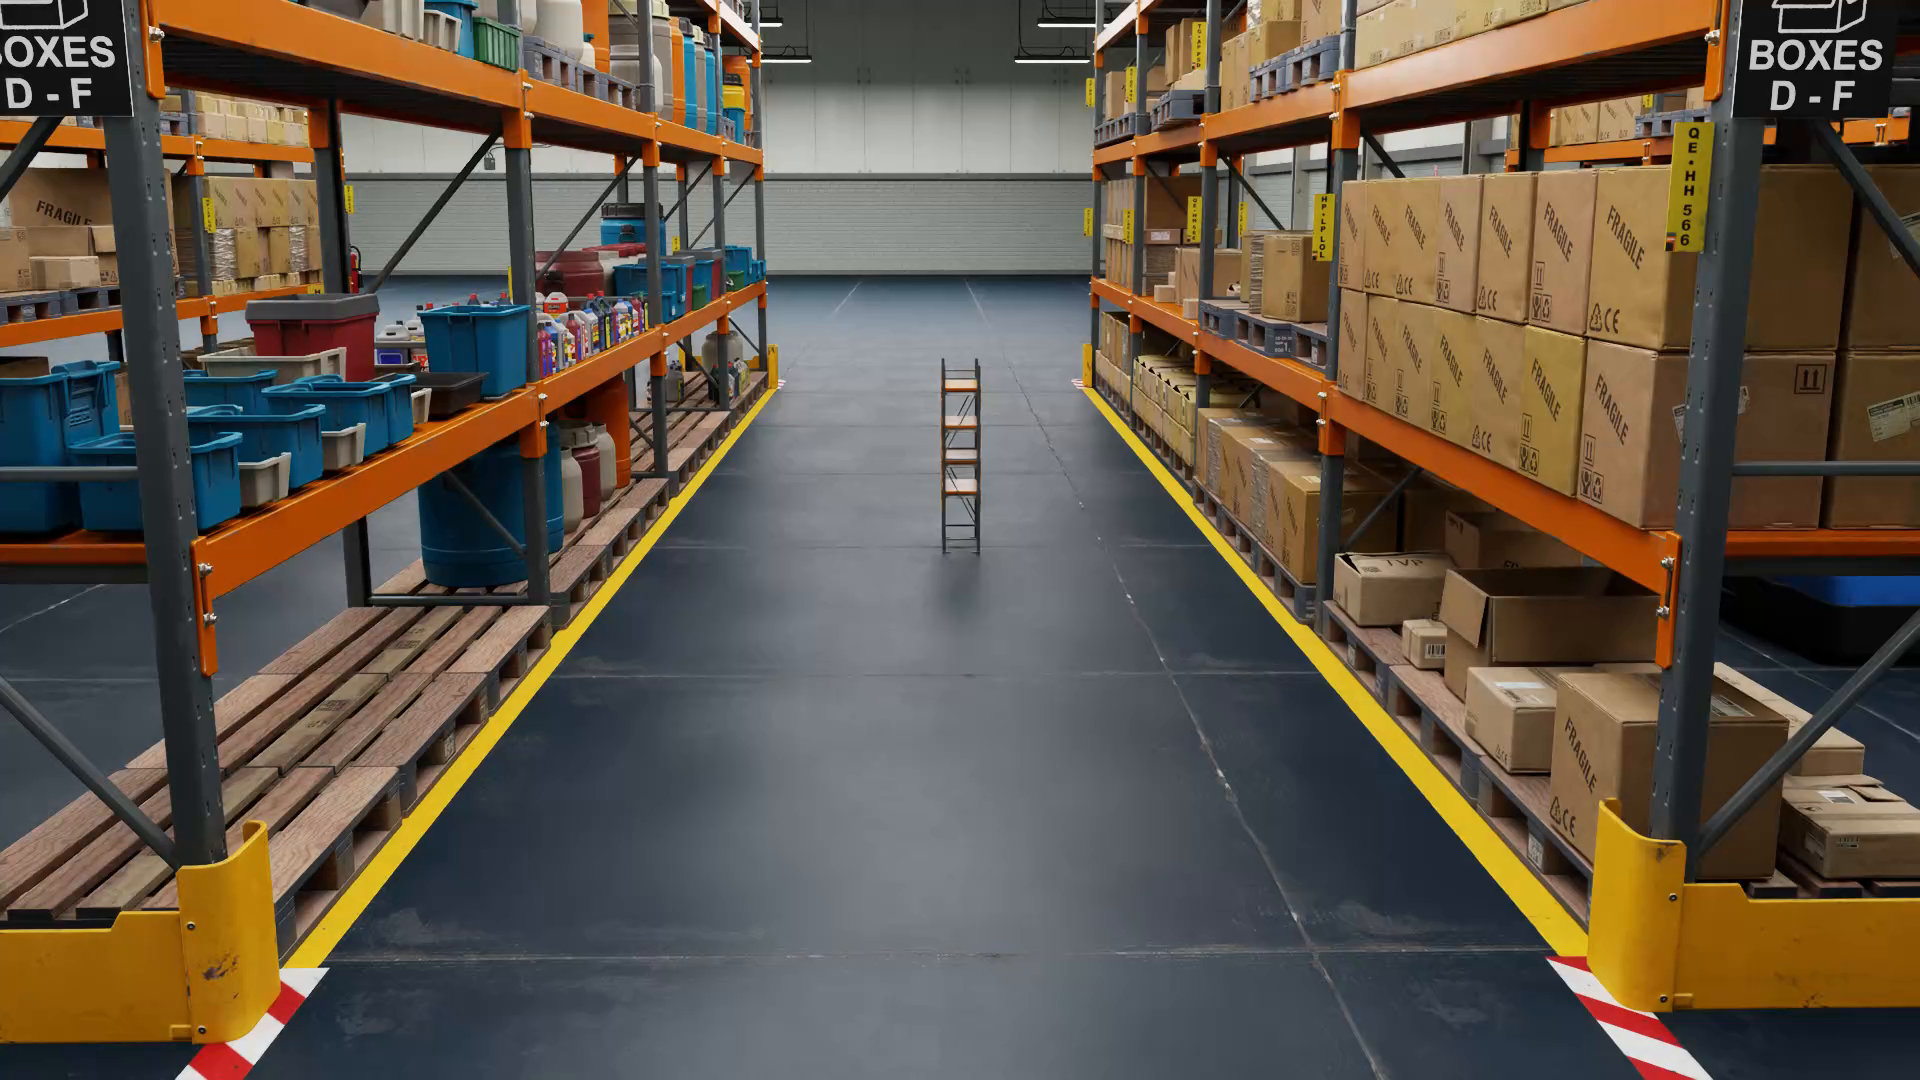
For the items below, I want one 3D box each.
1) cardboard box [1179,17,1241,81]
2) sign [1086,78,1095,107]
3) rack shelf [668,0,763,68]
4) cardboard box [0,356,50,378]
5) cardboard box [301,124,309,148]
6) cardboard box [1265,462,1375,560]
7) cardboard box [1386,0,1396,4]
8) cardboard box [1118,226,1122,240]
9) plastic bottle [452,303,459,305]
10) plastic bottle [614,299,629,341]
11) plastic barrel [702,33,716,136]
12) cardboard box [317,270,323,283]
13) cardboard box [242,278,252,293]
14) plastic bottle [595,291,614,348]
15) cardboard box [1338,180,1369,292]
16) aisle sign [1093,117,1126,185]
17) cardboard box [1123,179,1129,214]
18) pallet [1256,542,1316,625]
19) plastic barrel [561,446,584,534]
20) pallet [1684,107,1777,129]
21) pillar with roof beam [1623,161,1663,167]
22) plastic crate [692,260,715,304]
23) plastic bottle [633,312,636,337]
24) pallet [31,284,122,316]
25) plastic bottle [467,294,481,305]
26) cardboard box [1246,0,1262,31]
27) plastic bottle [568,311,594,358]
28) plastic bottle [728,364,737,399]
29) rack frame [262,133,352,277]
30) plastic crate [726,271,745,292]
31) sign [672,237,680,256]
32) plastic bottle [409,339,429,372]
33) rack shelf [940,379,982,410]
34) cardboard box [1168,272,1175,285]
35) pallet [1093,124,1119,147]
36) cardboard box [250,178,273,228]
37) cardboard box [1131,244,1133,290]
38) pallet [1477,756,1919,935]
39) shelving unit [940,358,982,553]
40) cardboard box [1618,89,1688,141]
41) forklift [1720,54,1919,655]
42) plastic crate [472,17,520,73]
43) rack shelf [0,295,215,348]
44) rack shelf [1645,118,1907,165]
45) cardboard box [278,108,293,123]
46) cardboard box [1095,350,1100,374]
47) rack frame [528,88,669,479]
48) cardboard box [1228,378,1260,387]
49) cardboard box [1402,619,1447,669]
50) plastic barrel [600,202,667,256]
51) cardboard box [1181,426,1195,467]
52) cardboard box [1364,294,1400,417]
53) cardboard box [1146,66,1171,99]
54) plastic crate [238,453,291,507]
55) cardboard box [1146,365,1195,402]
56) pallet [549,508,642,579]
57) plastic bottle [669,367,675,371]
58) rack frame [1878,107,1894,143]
[{"bbox_3d":[2.190,-4.302,14.609,0.500,0.500,0.500,1,12,4],"label":"cardboard box"},{"bbox_3d":[1.545,-5.299,19.692,0.100,0.325,0.005,0,11,-1],"label":"sign"},{"bbox_3d":[-2.811,-5.337,17.549,1.077,0.370,4.000,0,11,-1],"label":"rack shelf"},{"bbox_3d":[-7.704,-1.329,13.361,0.500,0.250,0.500,1,12,5],"label":"cardboard box"},{"bbox_3d":[-7.527,-4.525,18.654,0.500,0.250,0.500,0,11,-1],"label":"cardboard box"},{"bbox_3d":[2.049,-0.163,9.500,0.500,0.500,0.500,0,11,-1],"label":"cardboard box"},{"bbox_3d":[2.121,-2.422,7.029,0.500,0.250,0.500,0,11,-1],"label":"cardboard box"},{"bbox_3d":[1.923,-3.345,18.121,0.380,0.149,0.250,0,11,-1],"label":"cardboard box"},{"bbox_3d":[-2.811,-1.152,9.319,0.144,0.351,0.185,0,11,-1],"label":"plastic bottle"},{"bbox_3d":[-2.256,-1.465,11.060,0.097,0.271,0.097,0,11,0],"label":"plastic bottle"},{"bbox_3d":[-2.543,-4.164,15.233,0.600,0.901,0.708,0,11,-1],"label":"plastic barrel"},{"bbox_3d":[-7.531,-3.045,19.155,0.380,0.149,0.250,0,11,-1],"label":"cardboard box"},{"bbox_3d":[-7.465,-2.598,16.951,0.380,0.149,0.250,0,11,-1],"label":"cardboard box"},{"bbox_3d":[-2.267,-1.391,10.496,0.144,0.351,0.185,0,11,-1],"label":"plastic bottle"},{"bbox_3d":[2.076,-1.422,7.756,0.500,0.500,0.500,0,11,0],"label":"cardboard box"},{"bbox_3d":[1.792,-4.649,19.891,0.394,0.787,0.004,0,11,-1],"label":"aisle sign"},{"bbox_3d":[2.136,-3.640,17.943,0.700,0.500,0.500,0,11,-1],"label":"cardboard box"},{"bbox_3d":[2.293,0.228,9.406,1.003,0.211,1.213,0,11,-1],"label":"pallet"},{"bbox_3d":[-2.536,-0.306,10.224,0.421,0.512,0.421,0,11,0],"label":"plastic barrel"},{"bbox_3d":[7.066,-3.638,14.373,1.213,0.211,1.003,0,11,-1],"label":"pallet"},{"bbox_3d":[3.627,-6.171,18.843,9.100,9.000,0.400,0,11,-1],"label":"pillar with roof beam"},{"bbox_3d":[-2.436,-2.322,15.002,0.392,0.384,0.575,0,11,-1],"label":"plastic crate"},{"bbox_3d":[-2.262,-1.489,11.353,0.097,0.201,0.097,0,11,0],"label":"plastic bottle"},{"bbox_3d":[-7.721,-2.032,14.013,1.003,0.211,1.213,0,11,-1],"label":"pallet"},{"bbox_3d":[-2.974,-1.334,10.215,0.144,0.351,0.185,0,11,-1],"label":"plastic bottle"},{"bbox_3d":[2.268,-3.695,11.417,0.500,0.500,0.500,0,11,-1],"label":"cardboard box"},{"bbox_3d":[-2.257,-1.221,9.844,0.152,0.276,0.135,0,11,-1],"label":"plastic bottle"},{"bbox_3d":[-2.372,-1.628,17.094,0.144,0.351,0.185,0,11,0],"label":"plastic bottle"},{"bbox_3d":[-7.805,-3.323,19.894,1.000,3.000,0.127,0,11,-1],"label":"rack frame"},{"bbox_3d":[-2.516,-2.715,17.432,0.450,0.188,0.662,0,11,-1],"label":"plastic crate"},{"bbox_3d":[-3.403,-3.478,19.960,0.100,0.325,0.005,0,11,-1],"label":"sign"},{"bbox_3d":[-2.812,-0.942,8.656,0.097,0.201,0.097,0,11,0],"label":"plastic bottle"},{"bbox_3d":[0.003,-0.940,10.699,0.258,0.148,0.480,0,11,-1],"label":"rack shelf"},{"bbox_3d":[2.236,-2.397,15.705,0.500,0.250,0.500,0,11,2],"label":"cardboard box"},{"bbox_3d":[2.088,-4.649,19.108,1.003,0.211,1.213,0,11,-1],"label":"pallet"},{"bbox_3d":[-7.499,-3.502,17.262,0.500,0.500,0.500,0,11,-1],"label":"cardboard box"},{"bbox_3d":[2.149,-2.810,17.113,0.700,0.500,0.500,0,11,-2],"label":"cardboard box"},{"bbox_3d":[2.411,1.011,5.547,1.003,0.211,1.213,0,11,-1],"label":"pallet"},{"bbox_3d":[0.003,-0.555,10.778,0.258,1.200,0.503,0,11,-1],"label":"shelving unit"},{"bbox_3d":[6.877,-4.218,16.458,0.500,0.500,0.500,0,11,0],"label":"cardboard box"},{"bbox_3d":[4.633,-1.118,9.198,1.130,2.935,3.031,0,11,-2],"label":"forklift"},{"bbox_3d":[-2.294,-2.241,7.550,0.450,0.188,0.662,0,11,-1],"label":"plastic crate"},{"bbox_3d":[-7.681,-1.778,14.086,1.077,0.370,4.000,0,11,-1],"label":"rack shelf"},{"bbox_3d":[7.176,-3.309,14.089,1.077,0.370,4.000,0,11,-1],"label":"rack shelf"},{"bbox_3d":[-7.467,-4.602,18.030,0.380,0.149,0.250,-1,11,-4],"label":"cardboard box"},{"bbox_3d":[1.888,-2.114,19.793,0.500,0.250,0.500,0,11,-1],"label":"cardboard box"},{"bbox_3d":[-2.687,-1.753,12.156,1.000,3.000,0.127,0,11,-1],"label":"rack frame"},{"bbox_3d":[2.520,-1.217,13.962,0.500,0.311,0.500,-1,11,-3],"label":"cardboard box"},{"bbox_3d":[2.168,0.452,7.308,0.380,0.166,0.250,0,11,-1],"label":"cardboard box"},{"bbox_3d":[-3.065,-2.716,15.640,0.600,0.901,0.708,0,11,-1],"label":"plastic barrel"},{"bbox_3d":[2.010,-0.734,12.994,0.500,0.250,0.500,0,11,0],"label":"cardboard box"},{"bbox_3d":[2.099,-0.822,7.316,0.500,0.500,0.500,0,11,0],"label":"cardboard box"},{"bbox_3d":[2.274,-4.691,17.424,0.797,0.503,0.637,1,12,5],"label":"cardboard box"},{"bbox_3d":[-2.122,-0.177,4.902,0.250,0.136,0.298,0,11,-1],"label":"plastic crate"},{"bbox_3d":[1.959,-1.415,14.940,0.500,0.311,0.500,-1,11,-3],"label":"cardboard box"},{"bbox_3d":[-2.607,0.012,10.469,1.003,0.211,1.213,0,11,-1],"label":"pallet"},{"bbox_3d":[-3.082,-1.690,17.591,0.152,0.276,0.135,0,11,0],"label":"plastic bottle"},{"bbox_3d":[7.217,-1.794,12.356,1.000,3.000,0.127,0,11,-1],"label":"rack frame"}]
